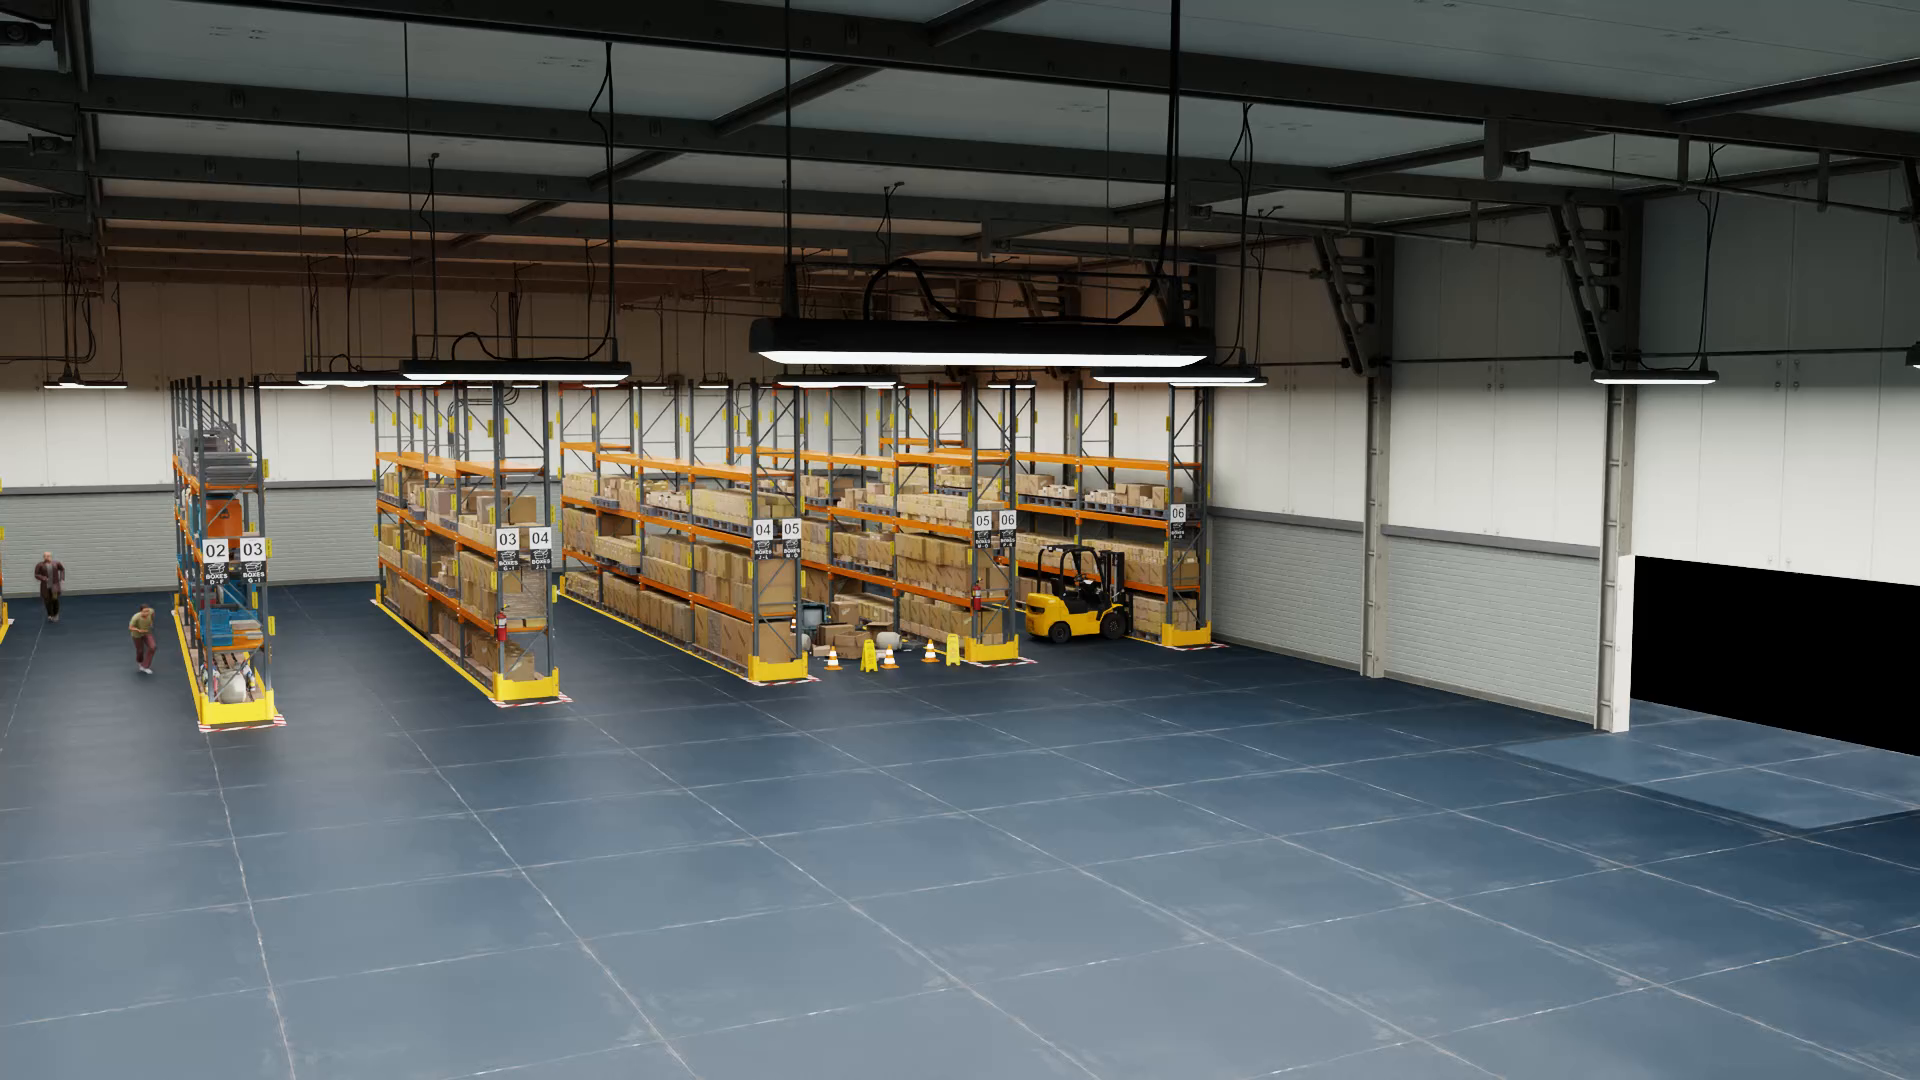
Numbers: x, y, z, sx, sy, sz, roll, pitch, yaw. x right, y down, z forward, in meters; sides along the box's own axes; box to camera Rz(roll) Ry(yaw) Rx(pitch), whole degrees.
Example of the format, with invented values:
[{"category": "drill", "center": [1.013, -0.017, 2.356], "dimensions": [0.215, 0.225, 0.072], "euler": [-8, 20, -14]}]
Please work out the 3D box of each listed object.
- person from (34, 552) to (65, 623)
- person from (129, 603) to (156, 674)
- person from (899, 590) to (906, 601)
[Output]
[{"category": "person", "center": [-22.610, 1.172, 41.309], "dimensions": [0.651, 1.780, 0.849], "euler": [-2, 6, -25]}, {"category": "person", "center": [-16.811, 1.986, 34.082], "dimensions": [0.563, 1.466, 1.084], "euler": [-5, 7, -44]}, {"category": "person", "center": [-1.385, 0.825, 45.058], "dimensions": [0.716, 1.747, 0.971], "euler": [-4, 6, -37]}]
